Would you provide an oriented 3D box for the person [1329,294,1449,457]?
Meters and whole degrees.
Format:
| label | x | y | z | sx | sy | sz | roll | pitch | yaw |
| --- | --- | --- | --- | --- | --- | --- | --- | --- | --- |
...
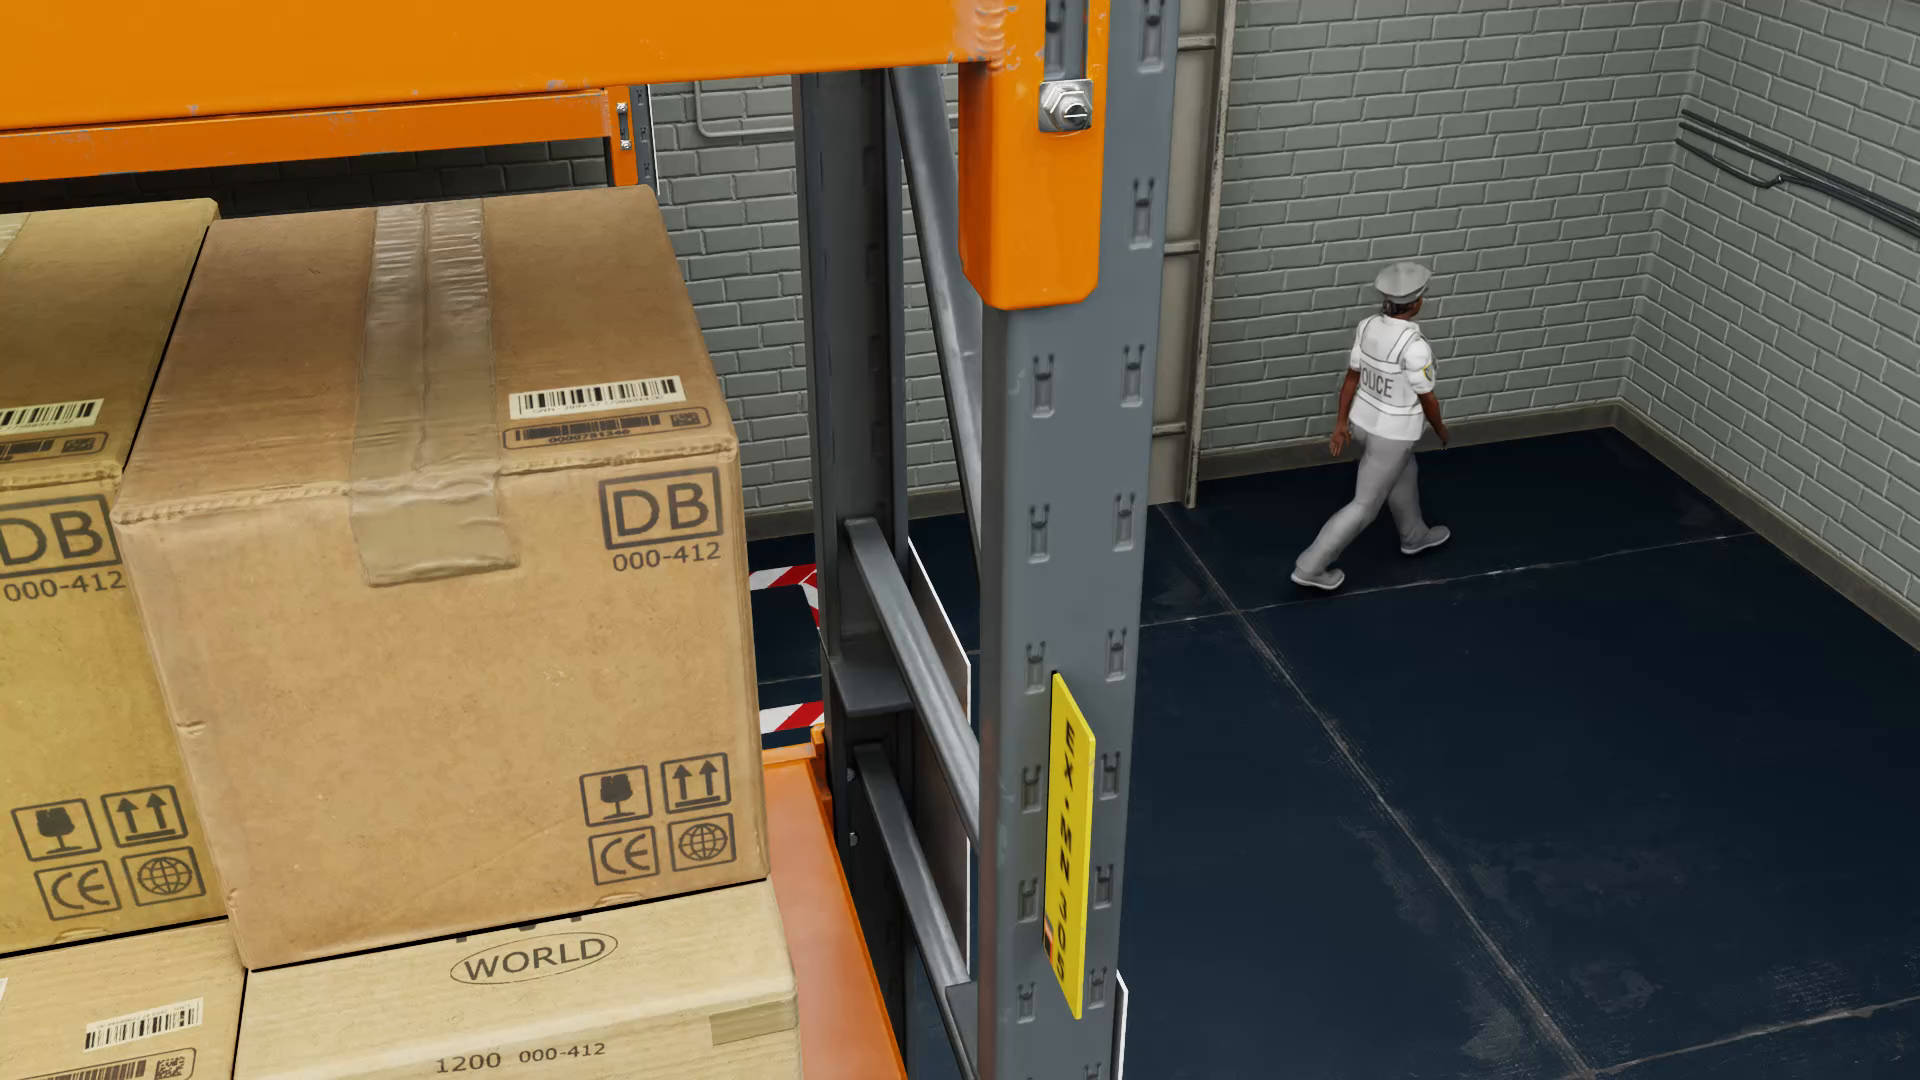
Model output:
| label | x | y | z | sx | sy | sz | roll | pitch | yaw |
| --- | --- | --- | --- | --- | --- | --- | --- | --- | --- |
| person | 2.113 | -0.813 | 7.920 | 0.512 | 0.987 | 0.429 | -10 | 32 | -17 |
